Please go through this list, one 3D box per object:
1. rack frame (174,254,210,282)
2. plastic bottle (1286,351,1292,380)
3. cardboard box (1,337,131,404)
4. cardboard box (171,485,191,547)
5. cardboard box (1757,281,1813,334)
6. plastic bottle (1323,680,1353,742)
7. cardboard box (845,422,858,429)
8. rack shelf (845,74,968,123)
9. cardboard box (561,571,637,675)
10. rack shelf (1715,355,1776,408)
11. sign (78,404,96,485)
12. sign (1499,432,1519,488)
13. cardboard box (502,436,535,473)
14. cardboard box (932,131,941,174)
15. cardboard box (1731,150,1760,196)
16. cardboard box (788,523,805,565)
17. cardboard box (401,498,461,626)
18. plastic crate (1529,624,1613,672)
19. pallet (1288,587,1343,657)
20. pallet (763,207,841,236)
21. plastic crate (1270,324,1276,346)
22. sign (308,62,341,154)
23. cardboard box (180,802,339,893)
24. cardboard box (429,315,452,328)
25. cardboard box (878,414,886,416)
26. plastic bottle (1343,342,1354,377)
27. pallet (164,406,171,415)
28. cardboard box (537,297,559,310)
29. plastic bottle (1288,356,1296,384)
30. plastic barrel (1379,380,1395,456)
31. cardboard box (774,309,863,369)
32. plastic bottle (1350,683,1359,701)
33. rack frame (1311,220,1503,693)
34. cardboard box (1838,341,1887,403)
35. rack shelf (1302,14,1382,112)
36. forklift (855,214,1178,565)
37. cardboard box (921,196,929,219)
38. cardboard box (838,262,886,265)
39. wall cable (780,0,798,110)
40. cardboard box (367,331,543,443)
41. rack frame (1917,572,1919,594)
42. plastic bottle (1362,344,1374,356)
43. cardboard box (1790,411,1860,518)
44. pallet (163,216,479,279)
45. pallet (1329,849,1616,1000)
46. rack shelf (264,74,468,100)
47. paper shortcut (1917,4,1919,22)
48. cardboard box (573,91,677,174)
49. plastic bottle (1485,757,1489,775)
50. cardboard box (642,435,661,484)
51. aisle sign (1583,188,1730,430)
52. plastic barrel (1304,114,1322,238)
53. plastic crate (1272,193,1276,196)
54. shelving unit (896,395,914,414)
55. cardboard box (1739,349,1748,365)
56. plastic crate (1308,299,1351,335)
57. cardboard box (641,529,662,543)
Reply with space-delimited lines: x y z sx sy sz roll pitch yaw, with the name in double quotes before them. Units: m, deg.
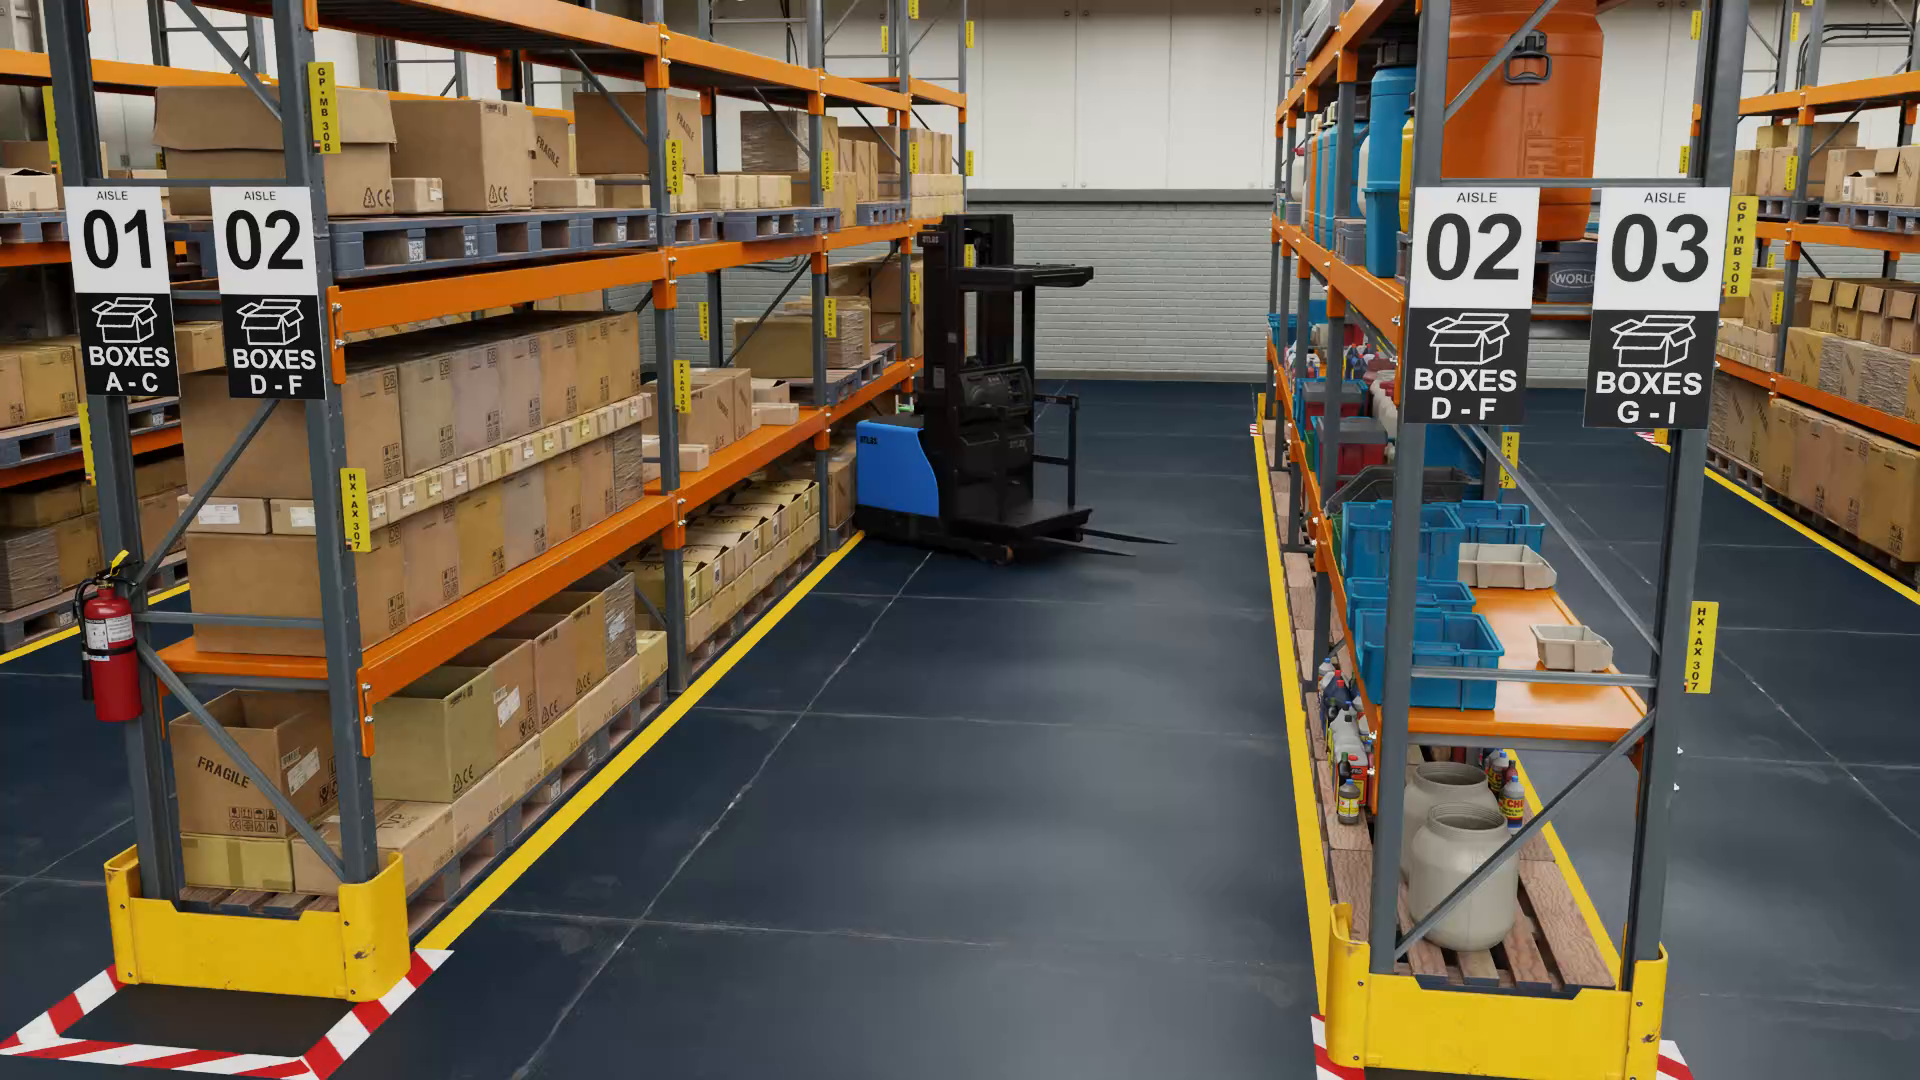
"rack frame" -6.548 -1.498 15.082 1.000 3.000 0.127 2 12 9
"plastic bottle" 3.242 -1.706 16.321 0.061 0.283 0.133 2 12 9
"cardboard box" -6.887 -1.289 12.827 0.700 0.500 0.500 4 13 16
"cardboard box" -6.801 -0.236 14.116 0.700 0.500 0.500 2 12 9
"cardboard box" 8.557 -2.392 17.101 0.500 0.500 0.500 2 12 10
"plastic bottle" 2.063 0.929 9.062 0.144 0.351 0.185 1 12 6
"cardboard box" -0.914 -0.950 17.426 0.500 0.500 0.500 2 12 9
"rack shelf" -0.729 -5.167 19.581 1.077 0.370 4.000 2 12 9
"cardboard box" -2.211 0.474 9.682 0.500 0.500 0.500 2 12 9
"rack shelf" 9.058 -1.914 18.719 1.077 0.370 4.000 2 12 9
"sign" -3.417 -0.375 6.562 0.100 0.325 0.005 2 12 9
"sign" 3.168 -0.460 9.606 0.100 0.325 0.005 2 12 9
"cardboard box" -2.372 -0.434 8.366 0.380 0.149 0.250 2 12 9
"cardboard box" -0.616 -4.691 20.169 0.700 0.500 0.500 2 12 9
"cardboard box" 9.102 -4.119 18.652 0.700 0.500 0.500 1 12 5
"cardboard box" -1.568 0.025 13.543 0.500 0.250 0.500 2 12 8
"cardboard box" -2.722 0.072 7.560 0.700 0.500 0.500 2 12 10
"plastic crate" 2.467 0.441 6.709 0.298 0.136 0.250 2 12 9
"pallet" 2.894 0.599 11.969 1.003 0.211 1.213 2 12 9
"pallet" -1.668 -2.568 13.376 1.213 0.211 1.003 2 12 11
"plastic crate" 3.860 -2.413 19.581 0.416 0.233 0.300 2 12 9
"sign" -2.335 -1.586 6.108 0.100 0.325 0.005 2 12 9
"cardboard box" -3.092 1.344 7.421 0.500 0.250 0.500 2 12 9
"cardboard box" -5.823 -2.324 17.924 0.500 0.500 0.500 2 12 9
"cardboard box" -1.114 -1.356 19.759 0.500 0.311 0.500 2 12 9
"plastic bottle" 3.896 -1.789 16.546 0.144 0.351 0.185 2 12 9
"pallet" -6.552 -1.253 14.398 1.213 0.211 1.003 2 12 9
"cardboard box" -5.613 -2.894 20.844 0.980 0.700 0.700 1 12 6
"plastic bottle" 3.231 -1.624 15.961 0.152 0.276 0.135 2 12 9
"plastic barrel" 3.170 -0.846 11.732 0.433 0.535 0.433 0 12 0
"cardboard box" -1.337 -1.912 15.766 0.700 0.500 0.500 4 13 19
"plastic bottle" 2.235 0.895 9.223 0.144 0.351 0.185 2 12 9
"rack frame" 2.626 -0.345 9.729 1.000 3.000 0.127 2 12 9
"cardboard box" 8.205 -1.494 14.825 0.500 0.500 0.500 2 12 10
"rack shelf" 2.934 -3.146 11.147 1.077 0.370 4.000 2 12 9
"forklift" 0.479 -1.347 14.543 3.031 2.935 1.130 10 16 39
"cardboard box" -0.637 -3.761 18.819 0.500 0.250 0.500 2 12 9
"cardboard box" -1.139 -2.929 19.111 0.500 0.500 0.500 2 12 8
"wall cable" -1.421 -8.125 26.975 3.097 2.526 0.112 2 12 9
"cardboard box" -2.561 -0.783 8.446 0.700 0.500 0.500 2 12 9
"rack frame" 8.136 -1.017 12.848 1.000 3.000 0.127 2 12 9
"plastic bottle" 4.010 -1.745 16.346 0.144 0.351 0.185 2 12 9
"cardboard box" 8.536 -0.696 15.407 1.225 0.875 0.875 1 12 7
"pallet" -2.748 -1.243 6.986 1.003 0.211 1.213 2 12 9
"pallet" 2.107 1.665 7.023 1.003 0.211 1.213 2 12 9
"rack shelf" -6.240 -4.300 16.500 1.077 0.370 4.000 2 12 9
"paper shortcut" 7.820 -4.309 13.556 0.009 0.170 0.078 12 -17 6
"cardboard box" -2.134 -2.598 10.644 0.500 0.500 0.500 2 12 9
"plastic bottle" 2.681 1.161 8.342 0.097 0.201 0.097 0 12 0
"cardboard box" -2.235 -0.536 10.975 0.500 0.250 0.500 3 12 12
"aisle sign" 2.290 -0.758 5.478 0.394 0.787 0.004 2 12 9
"plastic barrel" 2.901 -2.725 12.463 0.600 0.901 0.600 0 12 0
"plastic crate" 4.137 -4.174 20.688 0.497 0.269 0.590 2 12 9
"shelving unit" -0.352 -0.825 16.230 0.503 1.200 0.258 -10 16 -40
"cardboard box" 8.593 -1.961 17.827 0.380 0.149 0.250 2 12 10
"plastic crate" 4.605 -2.813 20.959 0.616 0.435 0.499 2 12 9
"cardboard box" -2.335 0.053 12.083 0.500 0.311 0.500 2 12 8
